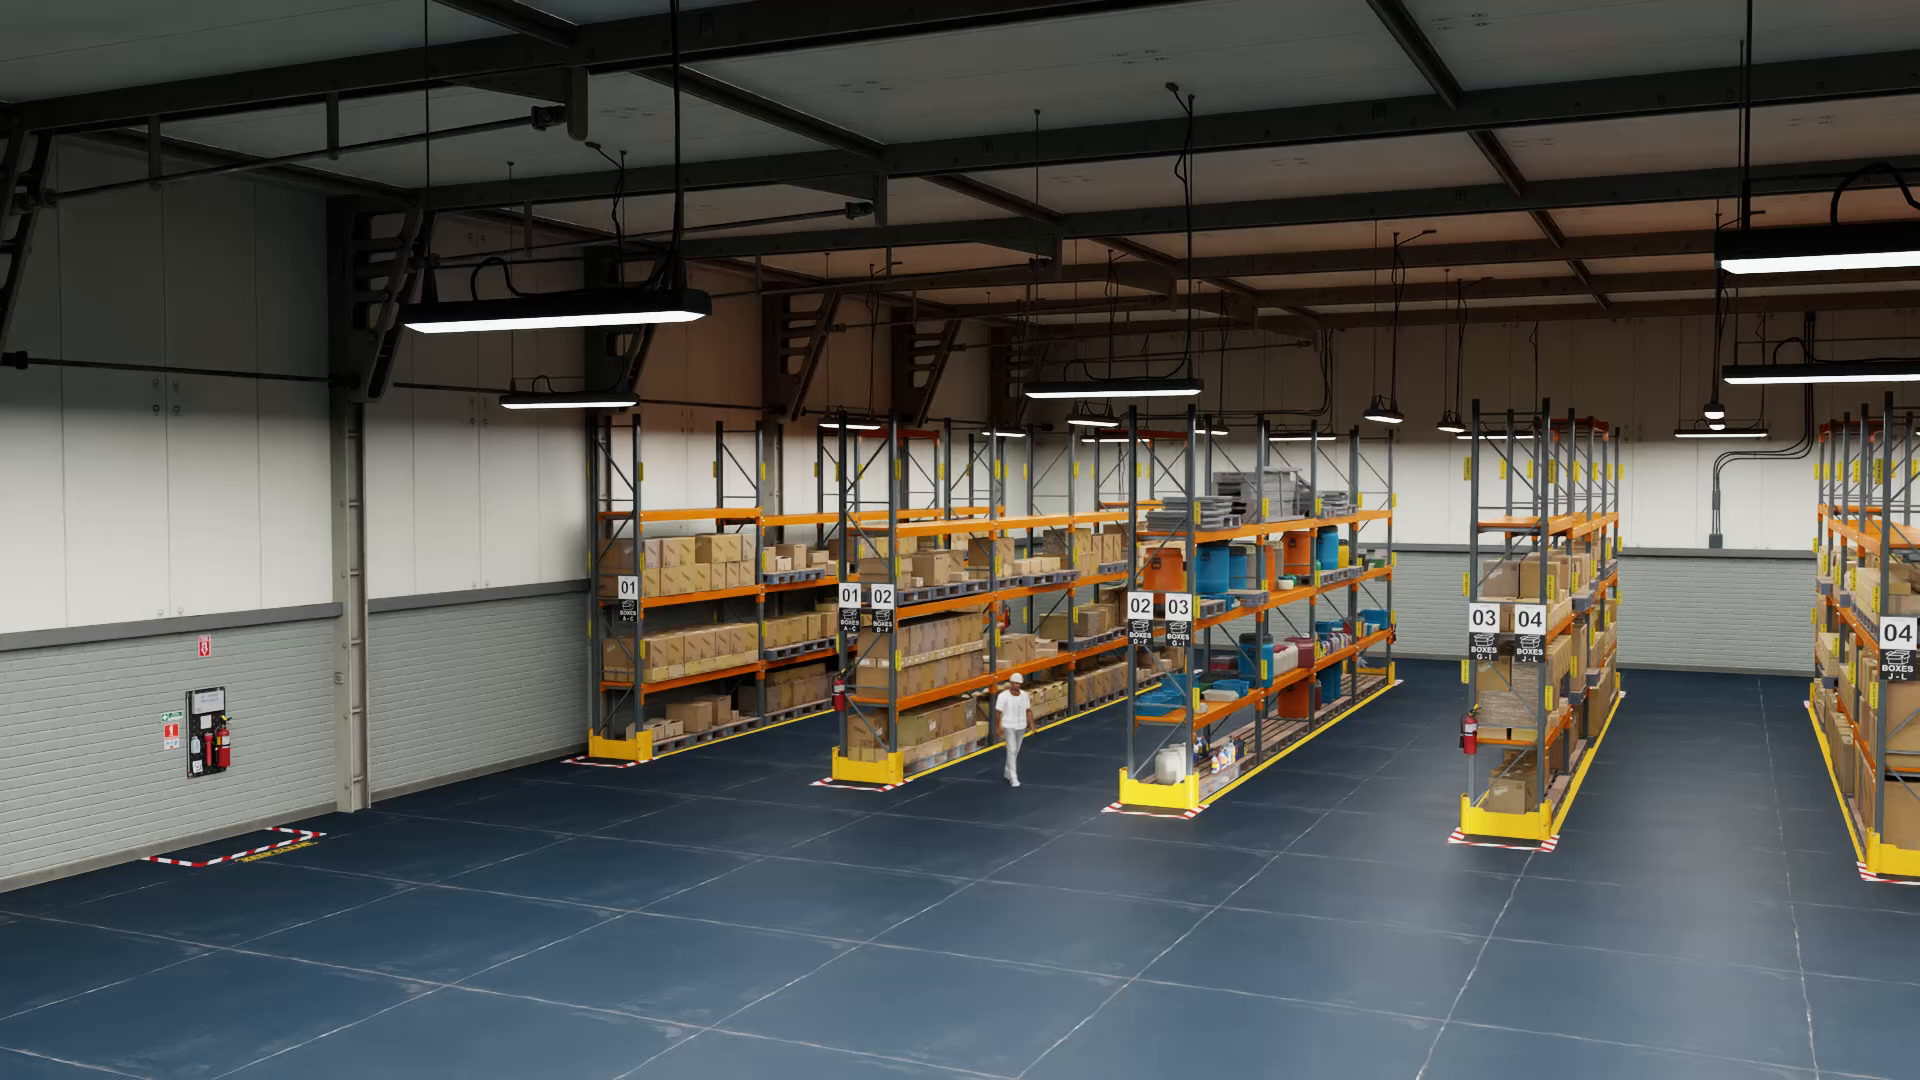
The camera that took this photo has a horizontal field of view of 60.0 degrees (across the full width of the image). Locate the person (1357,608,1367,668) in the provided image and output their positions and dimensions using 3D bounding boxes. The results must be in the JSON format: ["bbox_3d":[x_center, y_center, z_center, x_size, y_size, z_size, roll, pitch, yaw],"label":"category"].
[{"bbox_3d":[9.780,2.481,40.855,0.603,1.647,0.489,-1,2,-15],"label":"person"}]

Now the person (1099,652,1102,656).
[{"bbox_3d":[3.262,2.455,41.690,0.498,1.675,0.457,2,3,40],"label":"person"}]

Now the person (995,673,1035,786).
[{"bbox_3d":[0.904,3.011,26.666,0.607,1.736,0.830,-2,3,-34],"label":"person"}]

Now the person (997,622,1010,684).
[{"bbox_3d":[0.887,2.658,36.152,0.584,1.732,0.696,2,3,37],"label":"person"}]
